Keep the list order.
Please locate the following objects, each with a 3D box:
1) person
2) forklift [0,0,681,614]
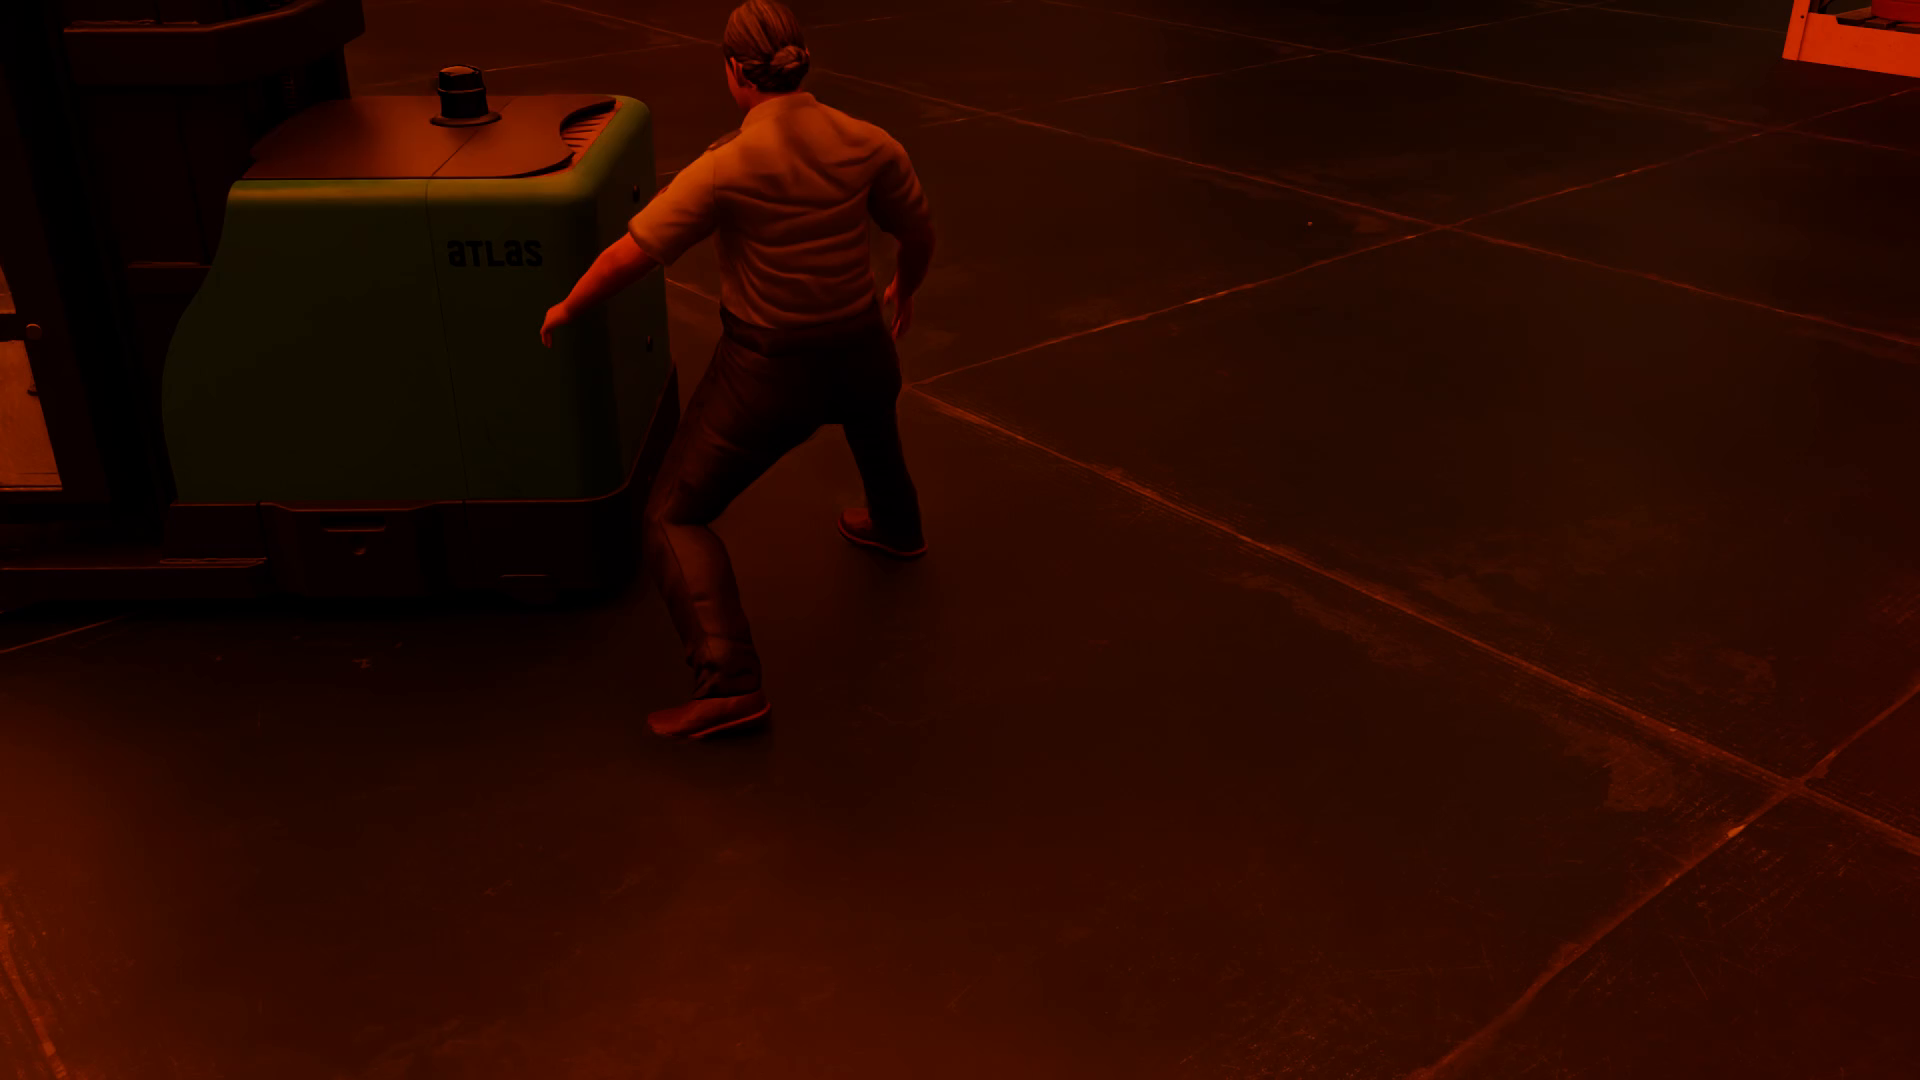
[{"bbox_3d":[-0.421,-0.424,3.725,0.928,1.528,0.785,-14,30,-26],"label":"person"},{"bbox_3d":[-2.334,-1.349,3.922,3.031,2.935,1.130,0,26,-1],"label":"forklift"}]
